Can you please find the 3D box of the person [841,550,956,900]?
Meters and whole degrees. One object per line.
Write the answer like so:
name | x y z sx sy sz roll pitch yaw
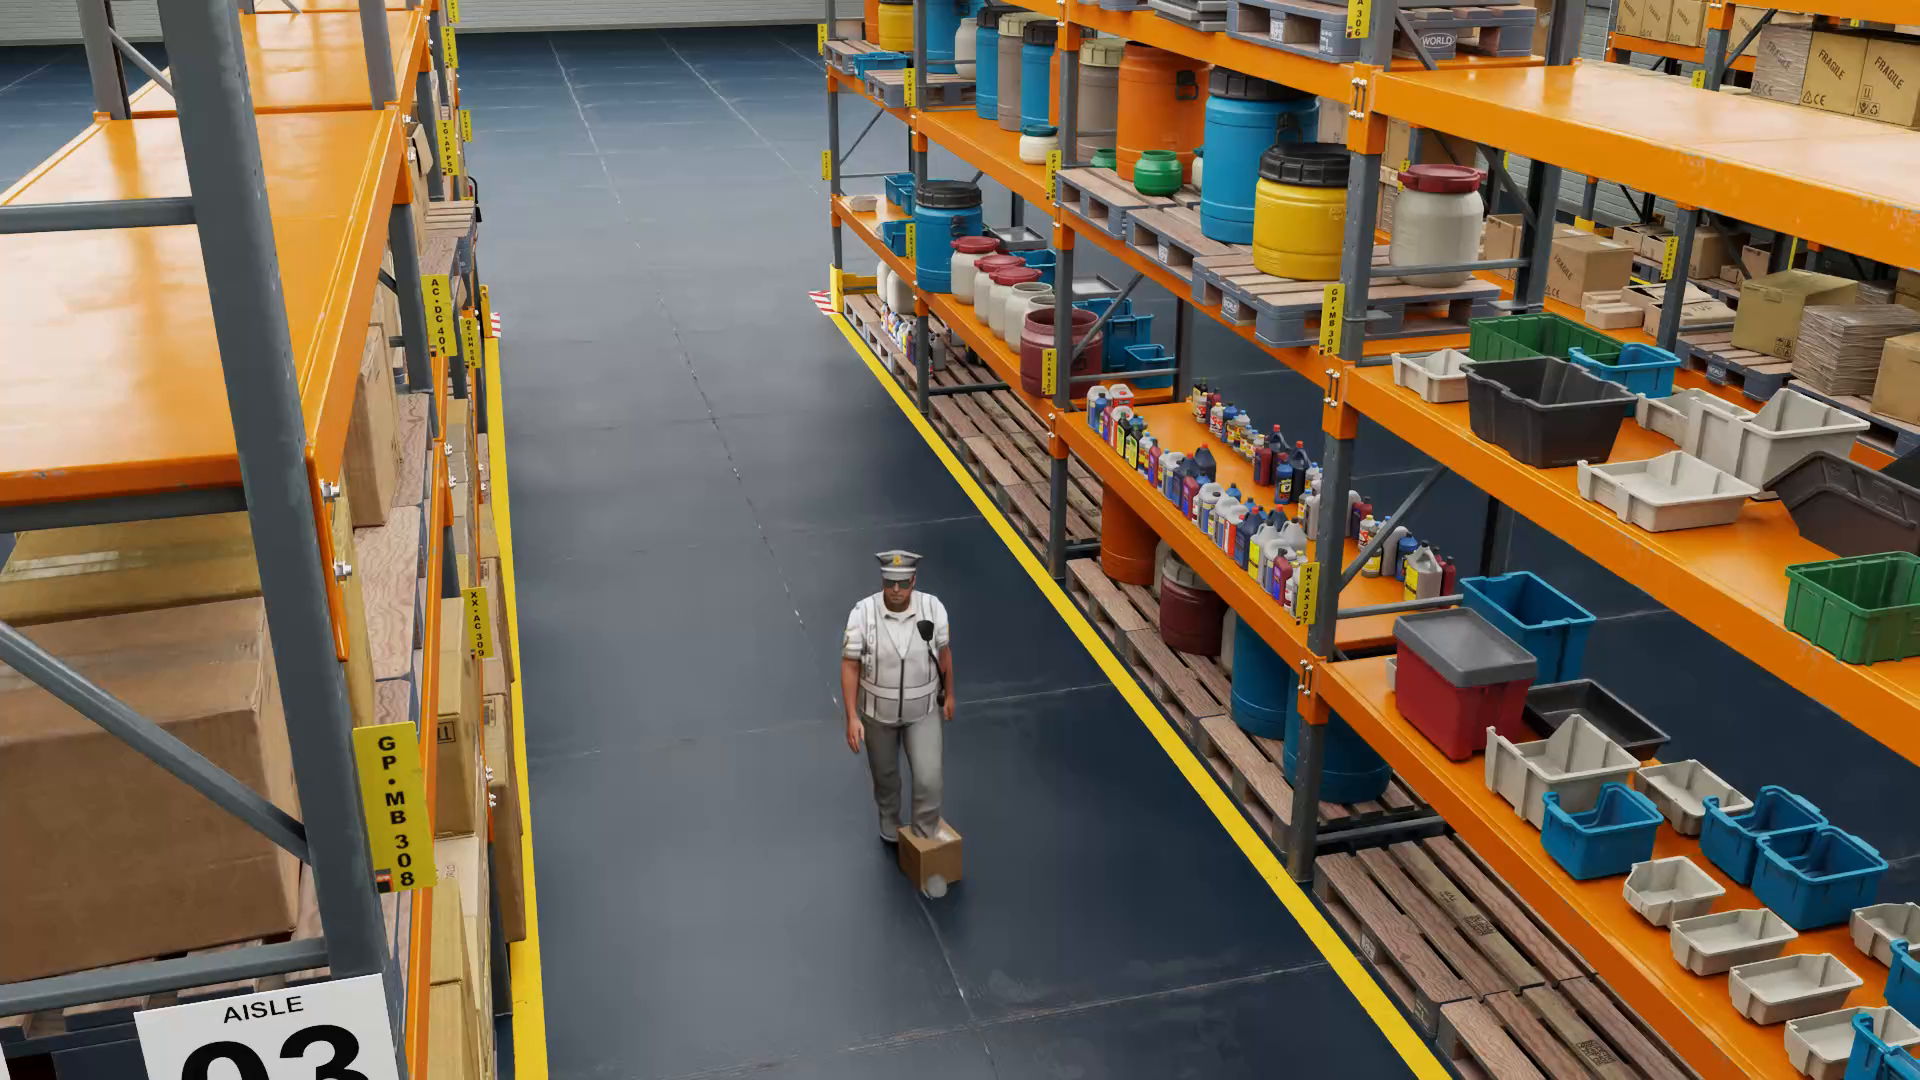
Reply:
person | -0.306 0.889 8.527 0.595 1.802 0.791 -2 23 -4
